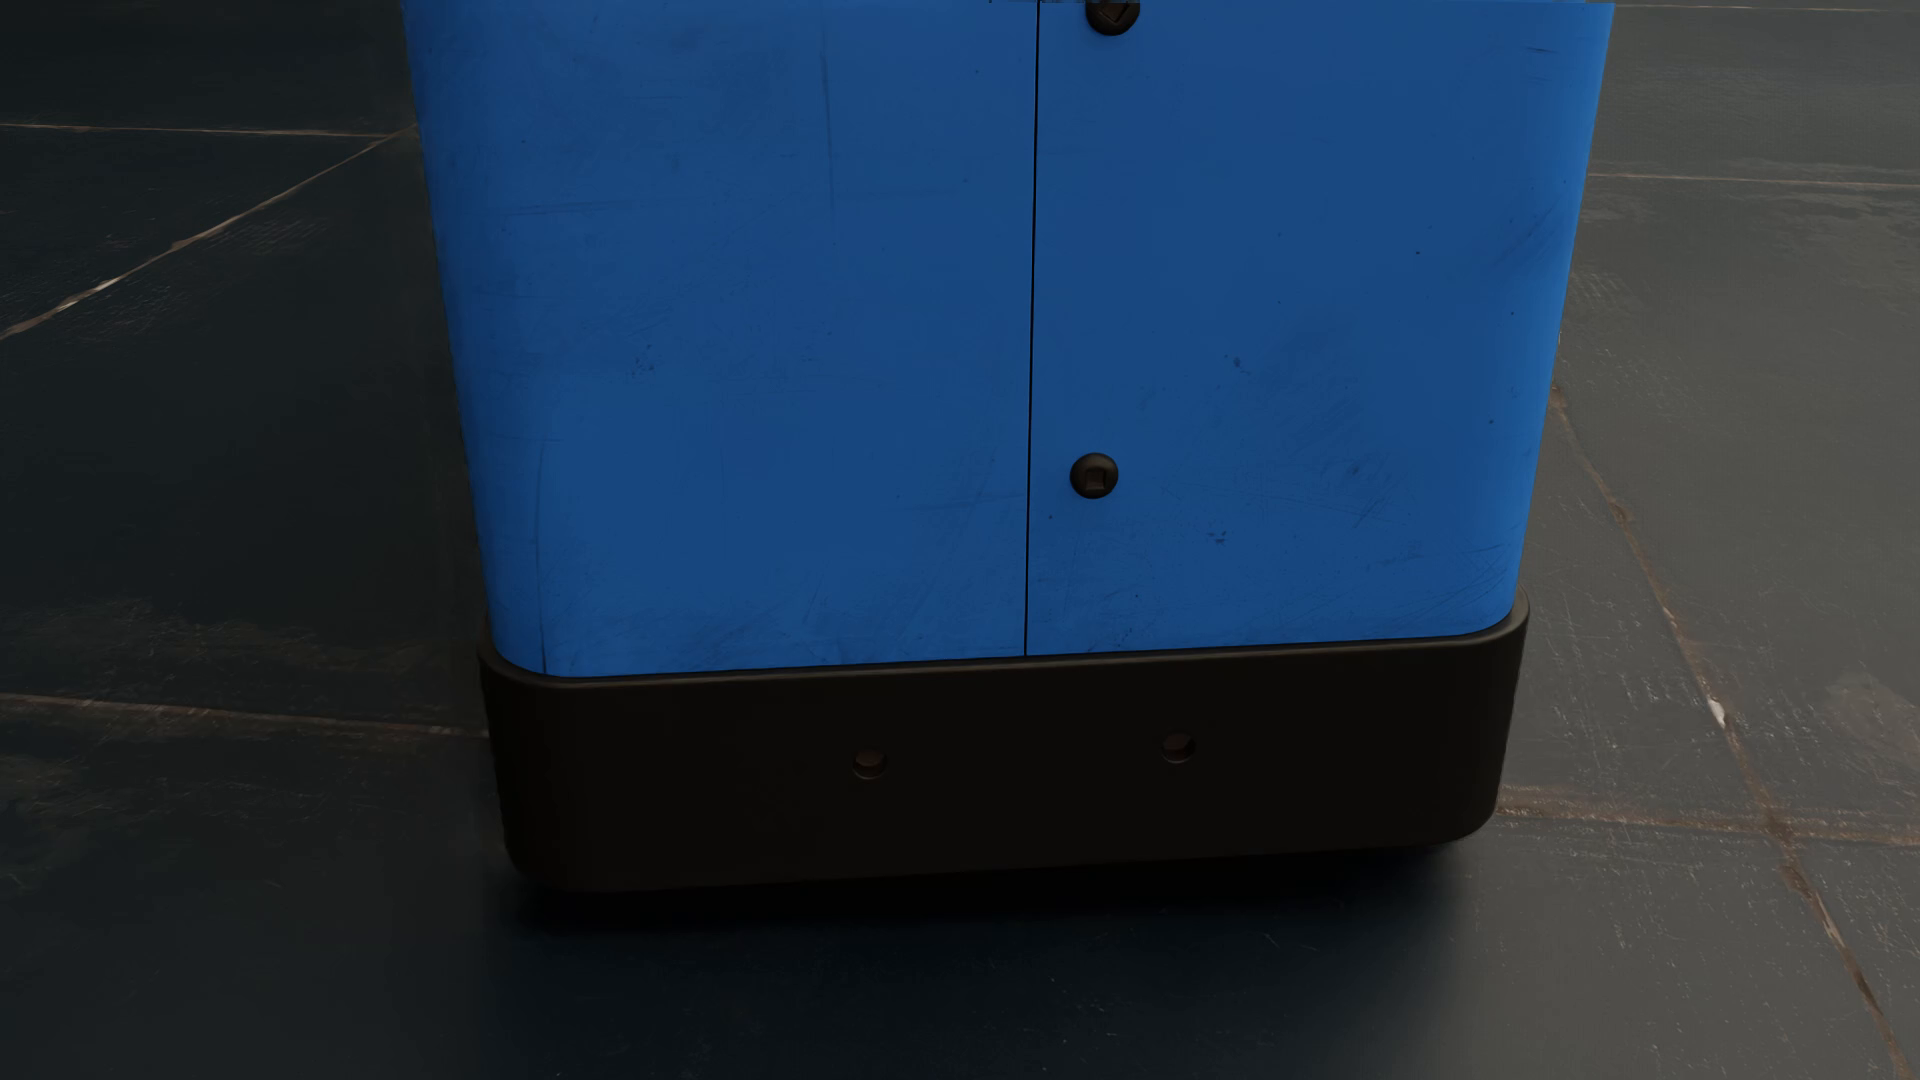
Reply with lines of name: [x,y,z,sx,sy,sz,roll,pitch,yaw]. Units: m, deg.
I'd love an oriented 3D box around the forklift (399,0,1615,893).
forklift: [-0.077,-1.589,2.401,1.130,2.935,3.031,-2,27,-5]
